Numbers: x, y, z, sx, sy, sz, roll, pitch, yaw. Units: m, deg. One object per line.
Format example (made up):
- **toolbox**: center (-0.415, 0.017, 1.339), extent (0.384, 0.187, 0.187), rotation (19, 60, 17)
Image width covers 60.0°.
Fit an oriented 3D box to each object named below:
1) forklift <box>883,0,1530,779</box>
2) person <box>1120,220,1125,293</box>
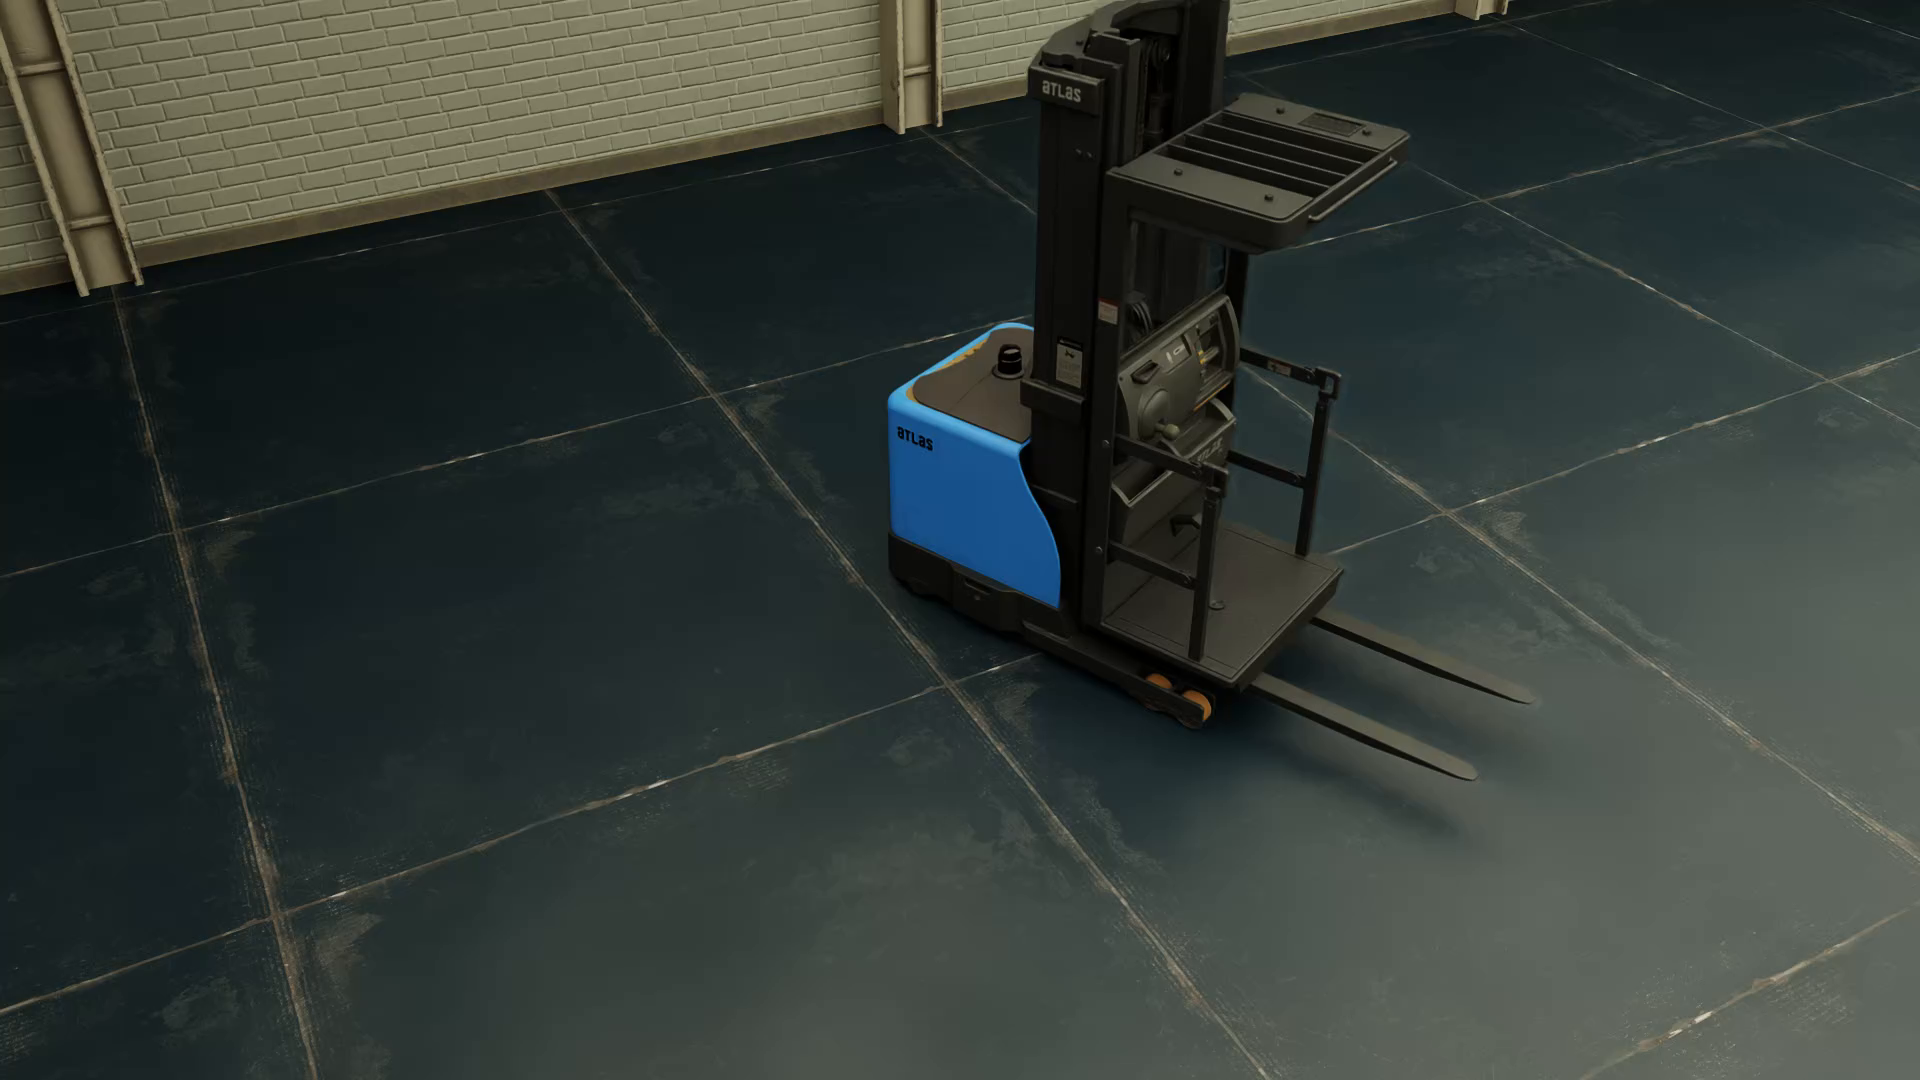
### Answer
- **forklift**: center (1.103, -0.712, 7.130), extent (3.031, 2.935, 1.130), rotation (24, 42, 30)
- **person**: center (0.942, -0.925, 8.684), extent (0.619, 1.571, 0.823), rotation (21, 40, 27)
